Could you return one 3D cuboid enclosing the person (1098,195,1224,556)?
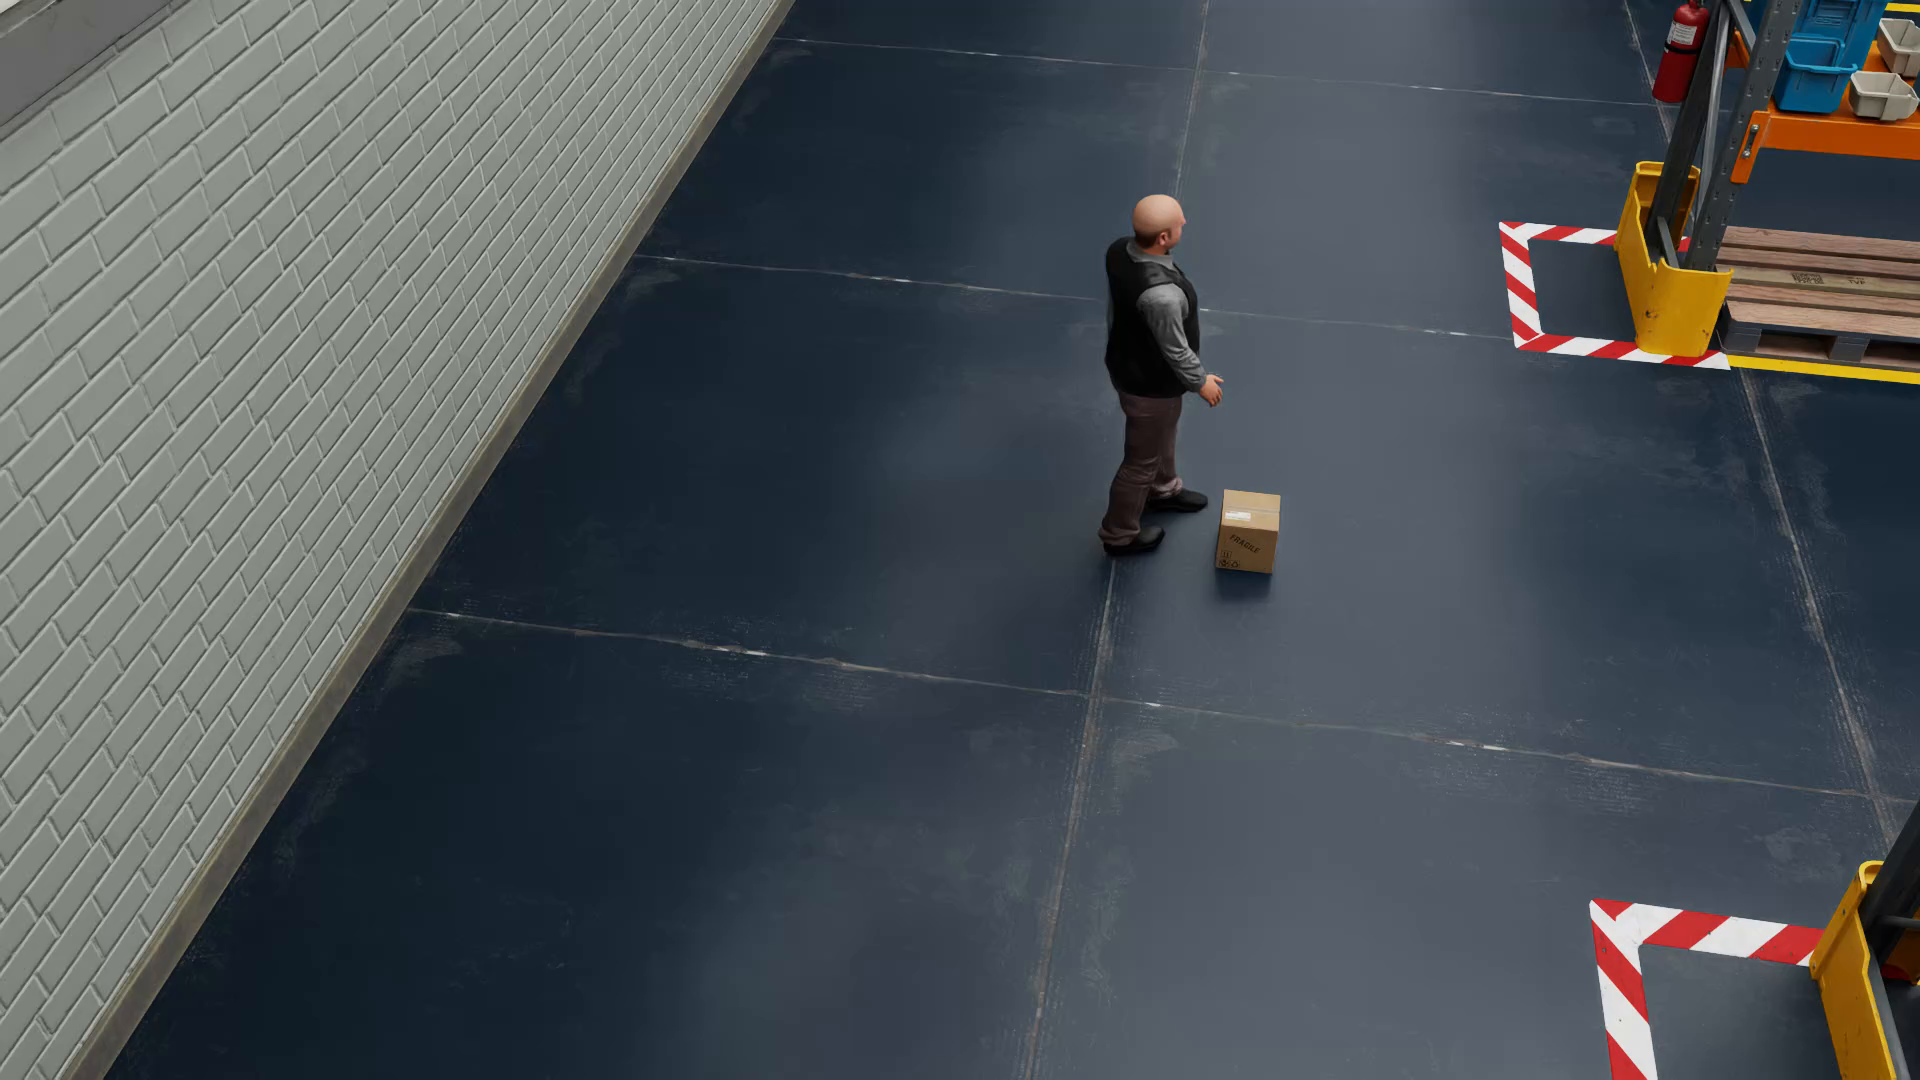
[{"bbox_3d":[0.889,-0.683,6.974,0.602,1.734,0.546,-8,41,-9],"label":"person"}]
